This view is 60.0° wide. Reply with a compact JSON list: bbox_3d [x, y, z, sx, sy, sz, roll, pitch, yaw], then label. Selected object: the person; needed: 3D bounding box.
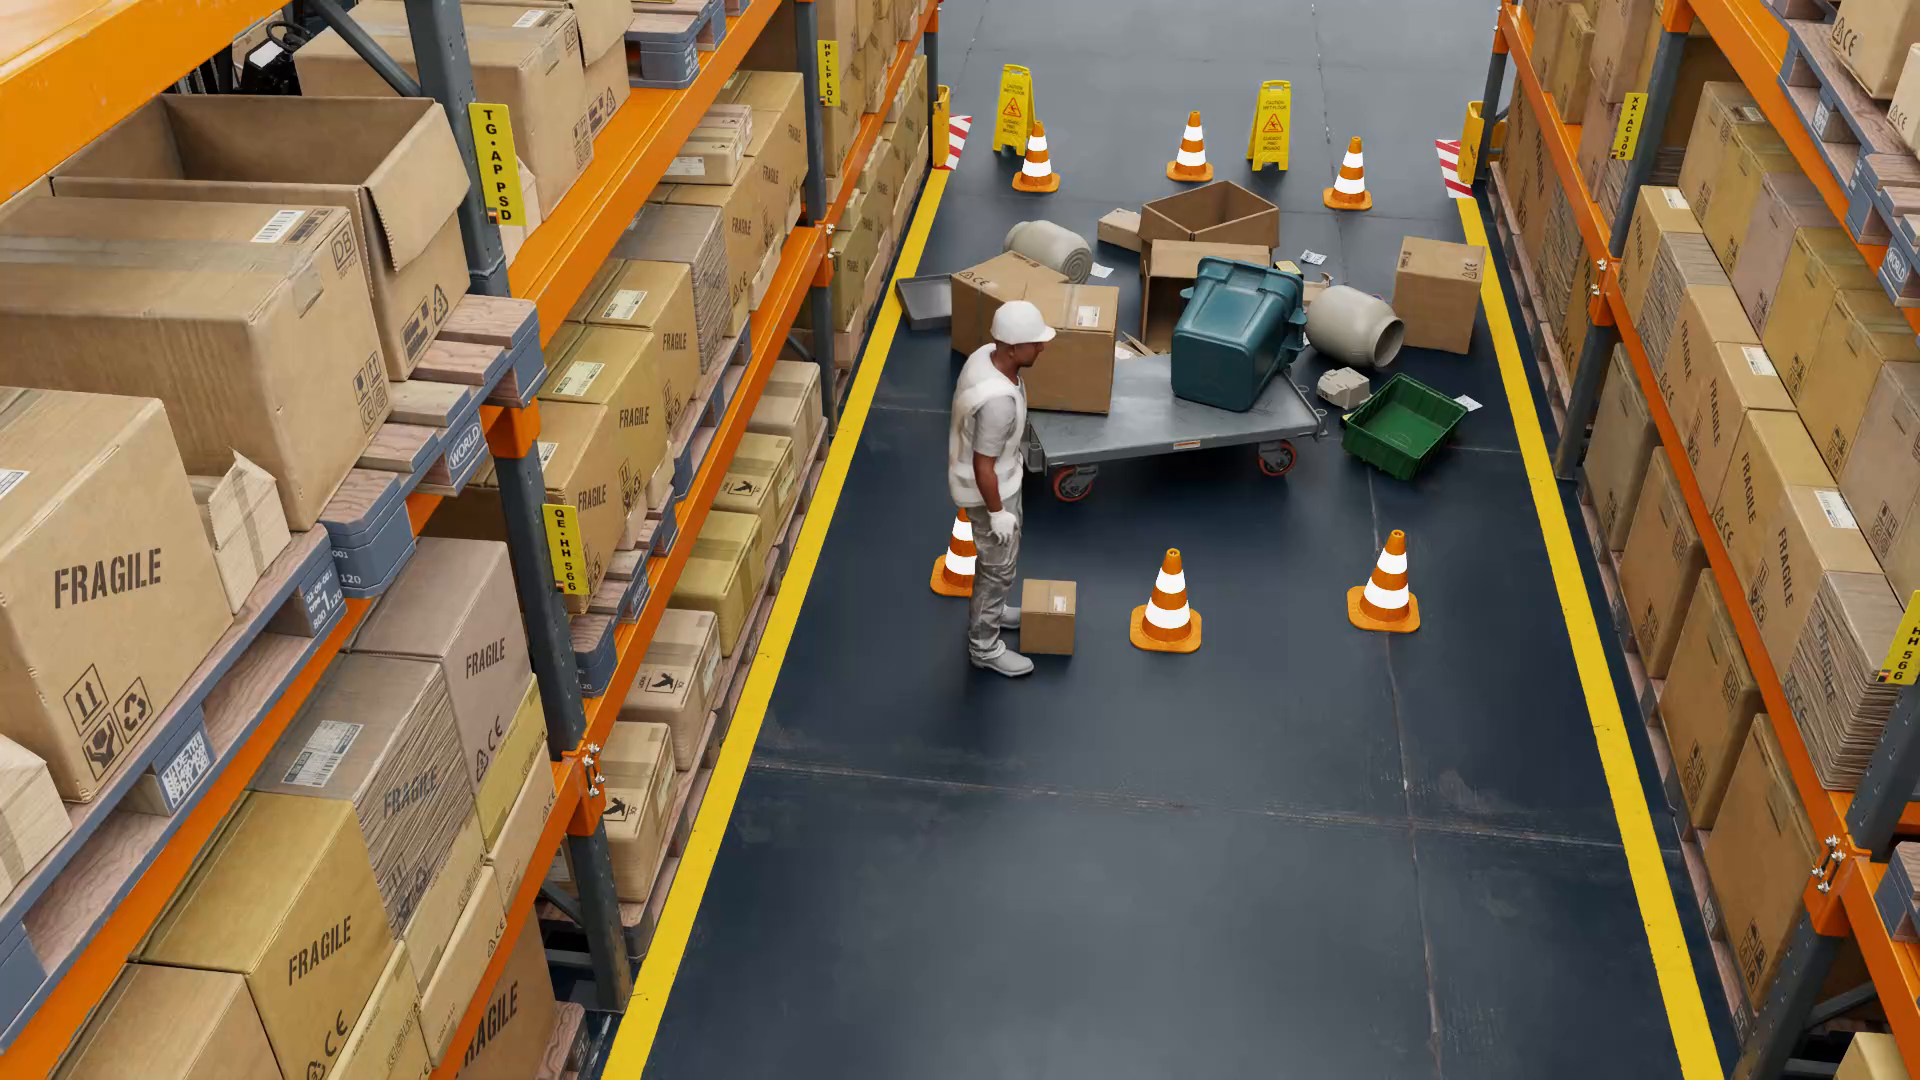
[{"bbox_3d":[0.174,-0.245,7.371,0.447,1.774,0.616,2,36,3],"label":"person"}]
